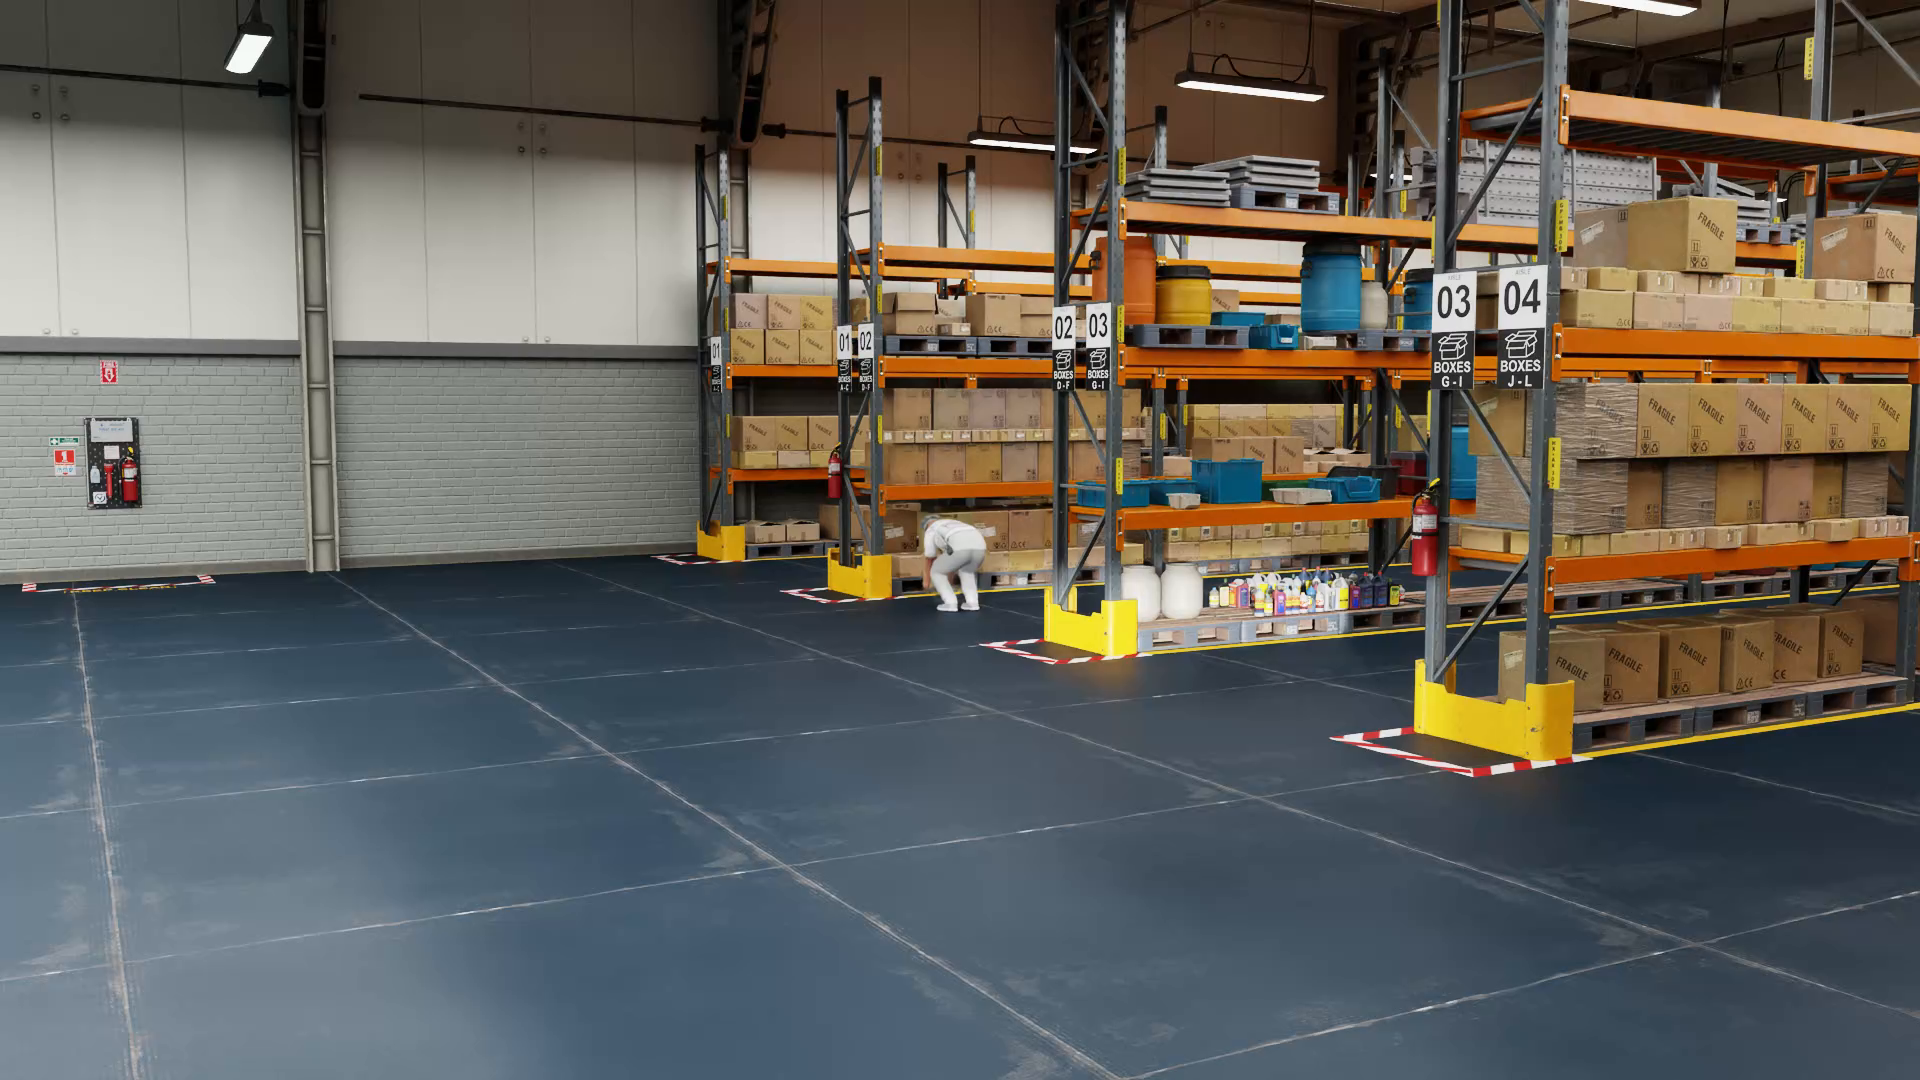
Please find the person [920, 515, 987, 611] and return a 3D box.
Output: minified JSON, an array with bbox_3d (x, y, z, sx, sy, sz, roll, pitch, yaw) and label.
[{"bbox_3d":[-0.107,0.254,18.489,0.543,1.028,1.024,-3,6,-31],"label":"person"}]
